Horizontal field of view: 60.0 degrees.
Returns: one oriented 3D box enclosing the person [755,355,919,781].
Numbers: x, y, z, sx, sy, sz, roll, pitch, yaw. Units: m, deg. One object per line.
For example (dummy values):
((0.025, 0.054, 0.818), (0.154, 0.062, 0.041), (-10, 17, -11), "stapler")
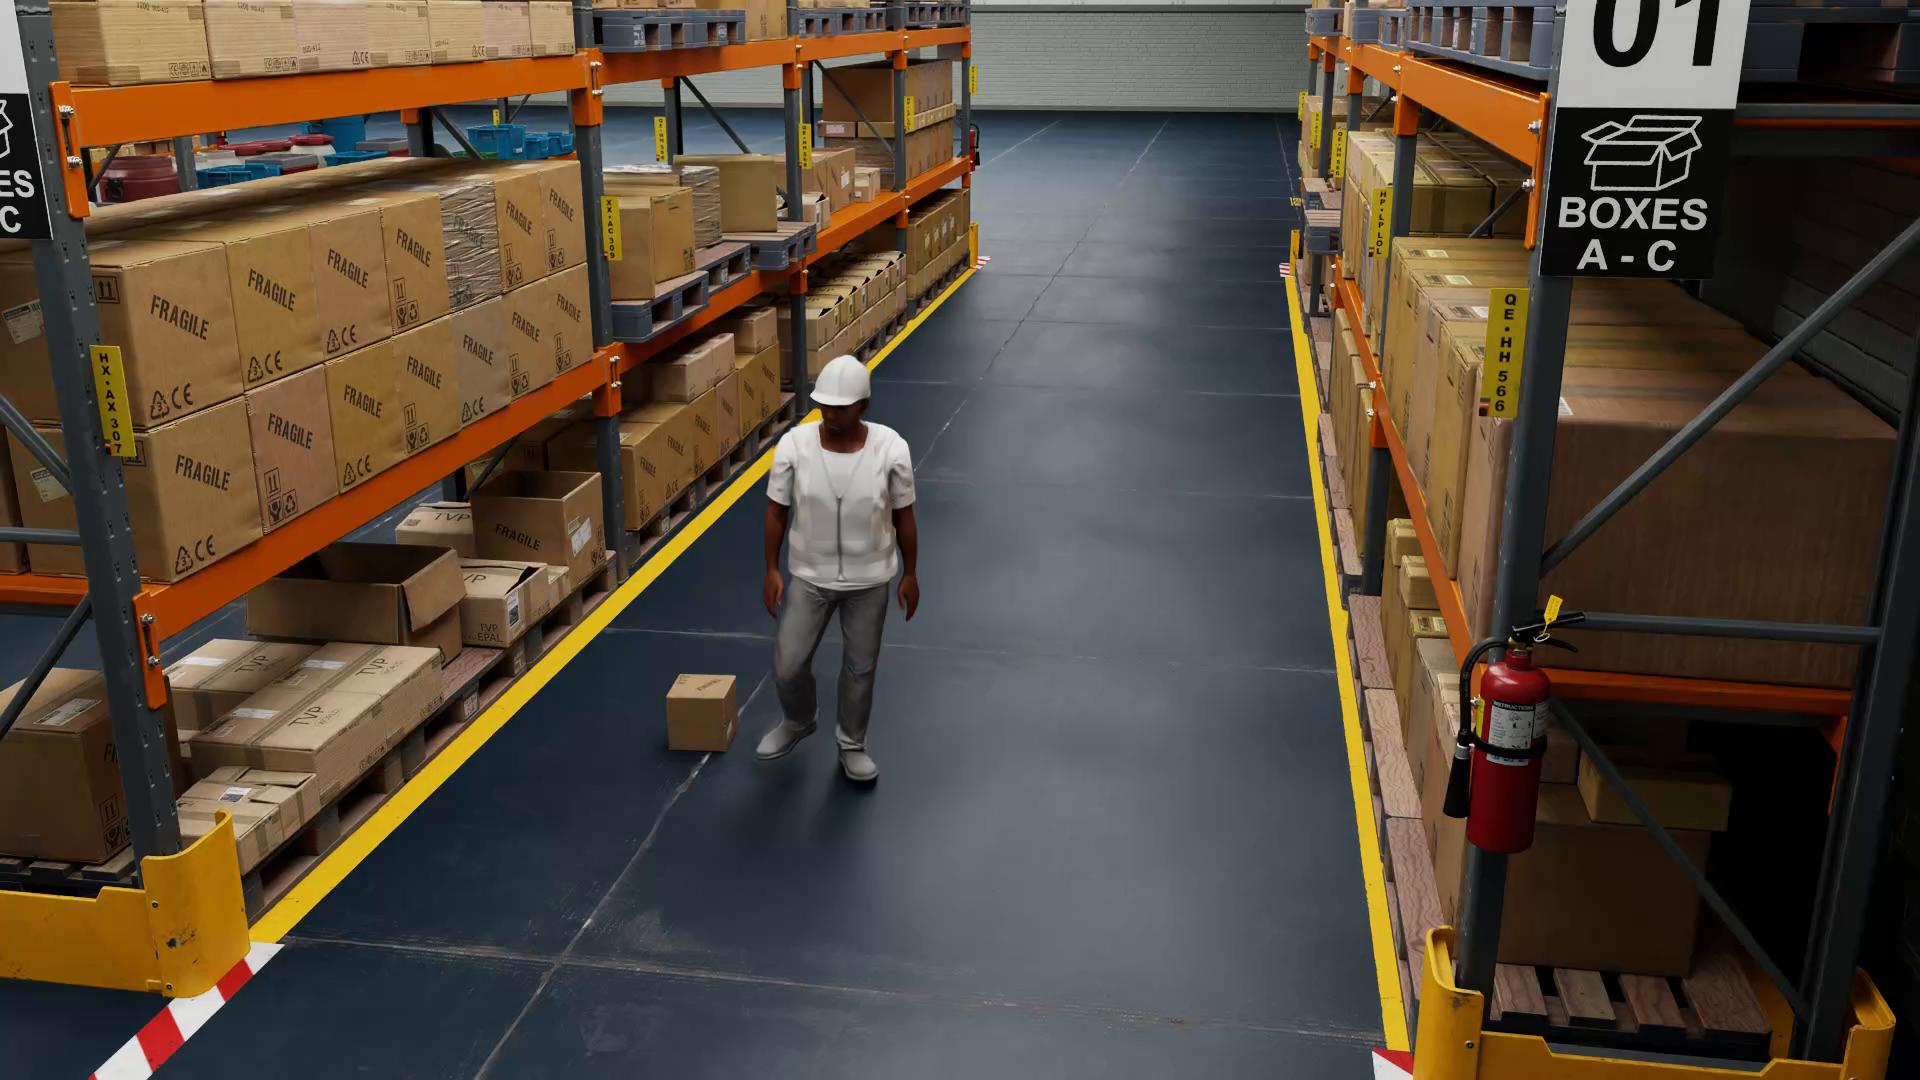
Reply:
((-0.503, 0.123, 6.564), (0.685, 1.755, 0.497), (-1, 18, -3), "person")
